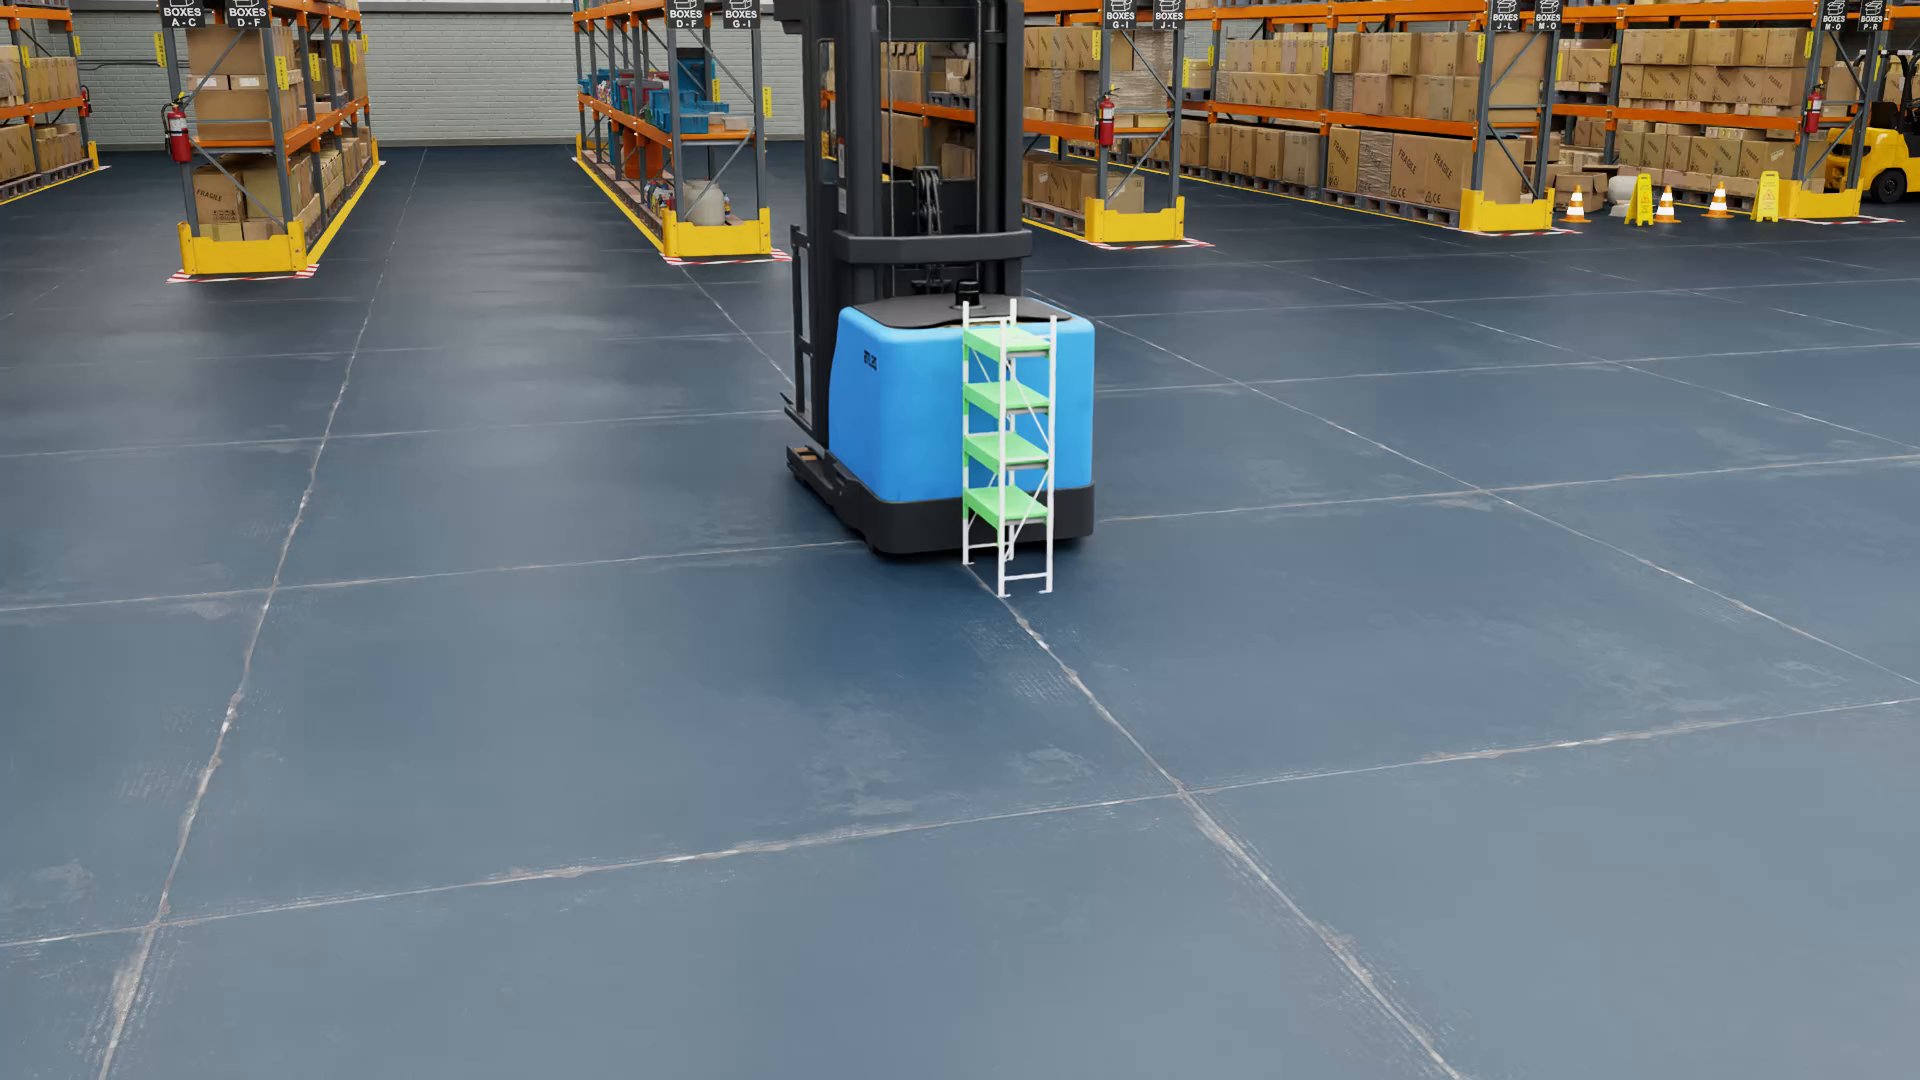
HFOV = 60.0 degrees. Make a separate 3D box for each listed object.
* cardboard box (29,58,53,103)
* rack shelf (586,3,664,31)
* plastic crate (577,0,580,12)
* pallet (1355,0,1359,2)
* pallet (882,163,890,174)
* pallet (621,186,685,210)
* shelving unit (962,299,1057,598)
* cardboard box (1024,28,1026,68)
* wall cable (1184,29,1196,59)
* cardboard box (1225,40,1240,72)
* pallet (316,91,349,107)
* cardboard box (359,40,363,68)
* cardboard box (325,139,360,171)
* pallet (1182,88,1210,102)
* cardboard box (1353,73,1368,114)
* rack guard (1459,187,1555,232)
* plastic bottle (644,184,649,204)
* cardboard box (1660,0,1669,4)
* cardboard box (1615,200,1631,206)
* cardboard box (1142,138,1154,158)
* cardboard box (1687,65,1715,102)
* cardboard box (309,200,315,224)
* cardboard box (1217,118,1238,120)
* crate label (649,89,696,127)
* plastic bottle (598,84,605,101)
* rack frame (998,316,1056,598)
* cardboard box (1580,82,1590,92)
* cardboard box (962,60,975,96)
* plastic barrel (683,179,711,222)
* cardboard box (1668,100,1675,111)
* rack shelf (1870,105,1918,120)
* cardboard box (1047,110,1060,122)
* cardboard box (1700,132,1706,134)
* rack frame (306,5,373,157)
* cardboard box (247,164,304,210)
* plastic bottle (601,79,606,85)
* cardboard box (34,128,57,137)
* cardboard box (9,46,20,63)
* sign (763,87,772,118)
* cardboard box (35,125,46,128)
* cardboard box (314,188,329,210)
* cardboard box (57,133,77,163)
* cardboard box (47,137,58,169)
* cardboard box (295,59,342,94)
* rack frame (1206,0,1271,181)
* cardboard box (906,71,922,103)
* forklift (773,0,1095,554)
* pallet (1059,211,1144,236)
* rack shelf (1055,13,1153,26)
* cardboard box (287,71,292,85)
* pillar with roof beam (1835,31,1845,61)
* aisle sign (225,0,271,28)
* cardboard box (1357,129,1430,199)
[{"bbox_3d":[-15.805,-7.668,27.745,0.980,0.700,0.700,-5,17,-17],"label":"cardboard box"},{"bbox_3d":[-5.401,-8.493,27.049,1.077,0.370,4.000,-5,17,-15],"label":"rack shelf"},{"bbox_3d":[-6.894,-10.023,31.000,0.504,0.338,0.767,-5,17,-15],"label":"plastic crate"},{"bbox_3d":[8.125,-10.751,33.468,1.003,0.211,1.213,-5,17,-15],"label":"pallet"},{"bbox_3d":[-0.904,-6.803,30.232,1.003,0.211,1.213,-5,17,-15],"label":"pallet"},{"bbox_3d":[-4.344,-4.958,24.091,1.003,0.211,1.213,-5,17,-15],"label":"pallet"},{"bbox_3d":[0.205,-0.405,7.214,0.258,1.200,0.503,-5,18,-17],"label":"shelving unit"},{"bbox_3d":[1.028,-6.519,22.013,0.500,0.500,0.500,-5,17,-15],"label":"cardboard box"},{"bbox_3d":[5.669,-12.295,41.849,0.585,1.953,0.123,-5,17,-15],"label":"wall cable"},{"bbox_3d":[4.821,-8.005,27.477,0.700,0.500,0.500,-5,17,-16],"label":"cardboard box"},{"bbox_3d":[-10.154,-6.903,26.052,1.003,0.211,1.213,-5,17,-15],"label":"pallet"},{"bbox_3d":[-11.140,-8.813,30.165,0.500,0.500,0.500,-4,17,-14],"label":"cardboard box"},{"bbox_3d":[-10.175,-6.326,27.378,0.500,0.500,0.500,-5,17,-15],"label":"cardboard box"},{"bbox_3d":[4.409,-7.700,28.707,1.213,0.211,1.003,-5,17,-15],"label":"pallet"},{"bbox_3d":[6.093,-6.318,23.509,0.875,0.550,0.550,-5,17,-15],"label":"cardboard box"},{"bbox_3d":[6.913,-4.187,21.022,1.175,0.500,0.348,-5,17,-15],"label":"rack guard"},{"bbox_3d":[-4.086,-4.523,21.772,0.097,0.271,0.097,0,17,0],"label":"plastic bottle"},{"bbox_3d":[10.581,-7.990,24.561,0.380,0.149,0.250,-5,17,-15],"label":"cardboard box"},{"bbox_3d":[9.335,-4.647,23.165,0.380,0.149,0.250,4,17,13],"label":"cardboard box"},{"bbox_3d":[3.703,-7.342,30.797,0.500,0.500,0.500,-4,17,-13],"label":"cardboard box"},{"bbox_3d":[10.835,-6.548,23.846,0.500,0.500,0.500,-4,17,-15],"label":"cardboard box"},{"bbox_3d":[-7.899,-3.848,19.597,0.500,0.250,0.500,-5,17,-15],"label":"cardboard box"},{"bbox_3d":[4.611,-7.317,29.408,0.500,0.250,0.500,-5,17,-16],"label":"cardboard box"},{"bbox_3d":[-3.419,-5.140,19.787,0.502,0.435,0.616,-5,17,-15],"label":"crate label"},{"bbox_3d":[-6.089,-7.635,28.373,0.152,0.276,0.135,-5,17,-15],"label":"plastic bottle"},{"bbox_3d":[0.280,-0.338,6.992,0.240,1.200,0.015,-5,18,-17],"label":"rack frame"},{"bbox_3d":[10.076,-7.192,26.388,0.380,0.149,0.250,-5,17,-17],"label":"cardboard box"},{"bbox_3d":[0.445,-6.856,24.652,0.797,0.503,0.637,-3,17,-10],"label":"cardboard box"},{"bbox_3d":[-3.045,-3.959,19.513,0.421,0.512,0.421,0,17,0],"label":"plastic barrel"},{"bbox_3d":[10.676,-6.404,24.495,0.380,0.149,0.250,-5,17,-16],"label":"cardboard box"},{"bbox_3d":[15.860,-6.412,25.335,1.077,0.370,4.000,-5,17,-15],"label":"rack shelf"},{"bbox_3d":[1.319,-5.375,21.070,0.380,0.149,0.250,-5,17,-15],"label":"cardboard box"},{"bbox_3d":[11.101,-5.877,25.049,0.500,0.500,0.500,-4,17,-14],"label":"cardboard box"},{"bbox_3d":[-11.814,-8.670,31.601,1.000,3.000,0.127,-5,17,-15],"label":"rack frame"},{"bbox_3d":[-7.639,-3.929,18.564,0.500,0.500,0.500,-5,17,-15],"label":"cardboard box"},{"bbox_3d":[-6.155,-7.796,28.779,0.144,0.351,0.185,-5,17,-15],"label":"plastic bottle"},{"bbox_3d":[-15.646,-6.954,28.376,0.380,0.149,0.250,-5,17,-17],"label":"cardboard box"},{"bbox_3d":[-15.102,-7.621,26.080,0.500,0.250,0.500,-4,17,-14],"label":"cardboard box"},{"bbox_3d":[-2.123,-4.810,18.269,0.100,0.325,0.005,-5,17,-15],"label":"sign"},{"bbox_3d":[-16.305,-7.216,29.247,0.380,0.149,0.250,-5,17,-15],"label":"cardboard box"},{"bbox_3d":[-8.389,-4.366,21.323,0.500,0.250,0.500,-5,17,-17],"label":"cardboard box"},{"bbox_3d":[-16.150,-6.957,29.514,0.700,0.500,0.500,-5,17,-15],"label":"cardboard box"},{"bbox_3d":[-15.718,-6.529,28.089,0.700,0.500,0.500,-5,17,-16],"label":"cardboard box"},{"bbox_3d":[-9.964,-7.140,25.603,0.700,0.500,0.500,-1,17,-5],"label":"cardboard box"},{"bbox_3d":[4.707,-7.604,28.051,1.000,3.000,0.127,-5,17,-15],"label":"rack frame"},{"bbox_3d":[-0.595,-7.543,27.674,0.500,0.500,0.500,-5,17,-16],"label":"cardboard box"},{"bbox_3d":[-0.311,-1.724,8.597,1.130,2.935,3.031,-5,18,-17],"label":"forklift"},{"bbox_3d":[1.899,-3.940,20.700,1.003,0.211,1.213,-5,17,-15],"label":"pallet"},{"bbox_3d":[3.059,-10.355,33.248,1.077,0.370,4.000,-5,17,-15],"label":"rack shelf"},{"bbox_3d":[-7.888,-5.300,19.080,0.380,0.149,0.250,-4,17,-14],"label":"cardboard box"},{"bbox_3d":[11.296,-10.660,27.797,9.100,9.000,0.400,-5,17,-15],"label":"pillar with roof beam"},{"bbox_3d":[-7.104,-5.495,16.514,0.394,0.787,0.004,-5,17,-15],"label":"aisle sign"},{"bbox_3d":[6.164,-5.252,23.186,0.875,0.875,0.875,-5,17,-15],"label":"cardboard box"}]
